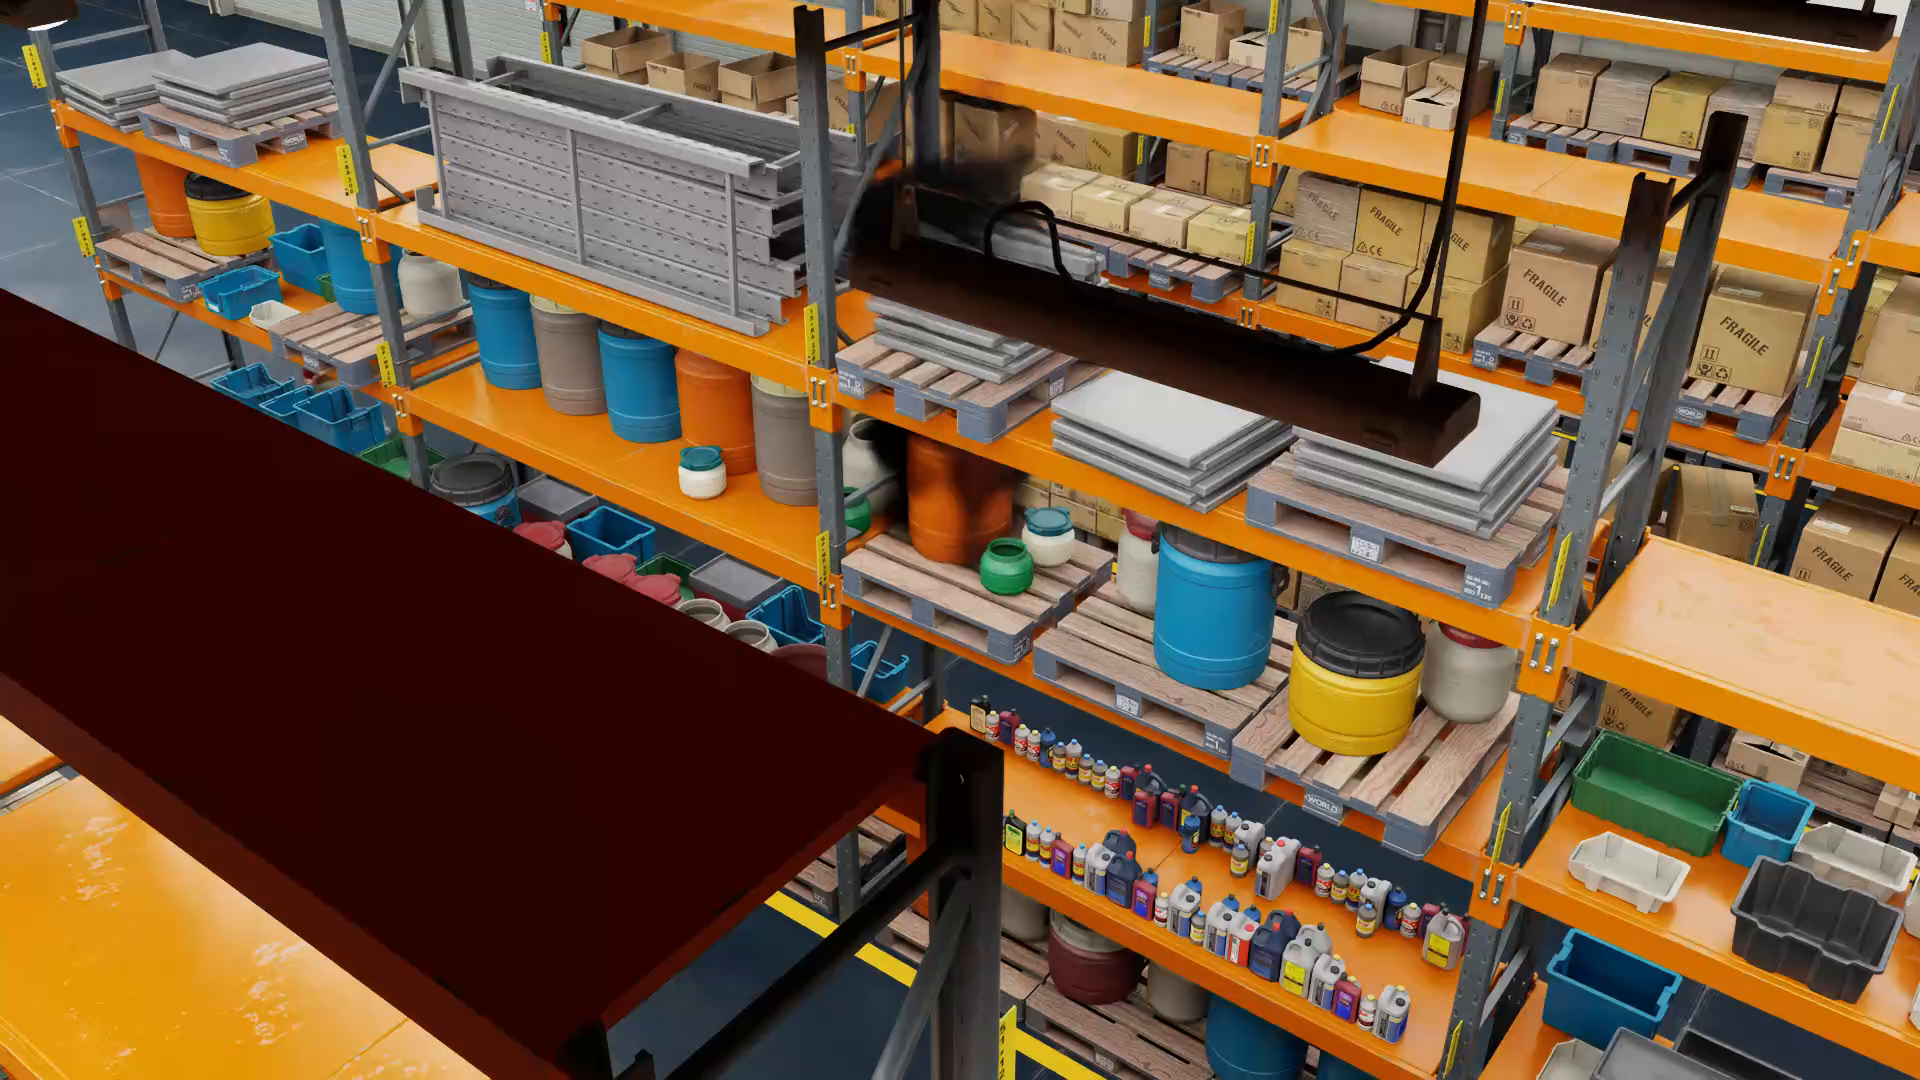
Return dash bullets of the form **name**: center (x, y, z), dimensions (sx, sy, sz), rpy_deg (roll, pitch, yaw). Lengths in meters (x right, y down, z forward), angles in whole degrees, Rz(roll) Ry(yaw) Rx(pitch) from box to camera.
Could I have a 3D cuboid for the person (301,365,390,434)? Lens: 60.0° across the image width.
- **person**: center (-6.069, -1.480, 16.102), dimensions (0.788, 1.729, 0.678), rpy_deg (4, 32, 6)
